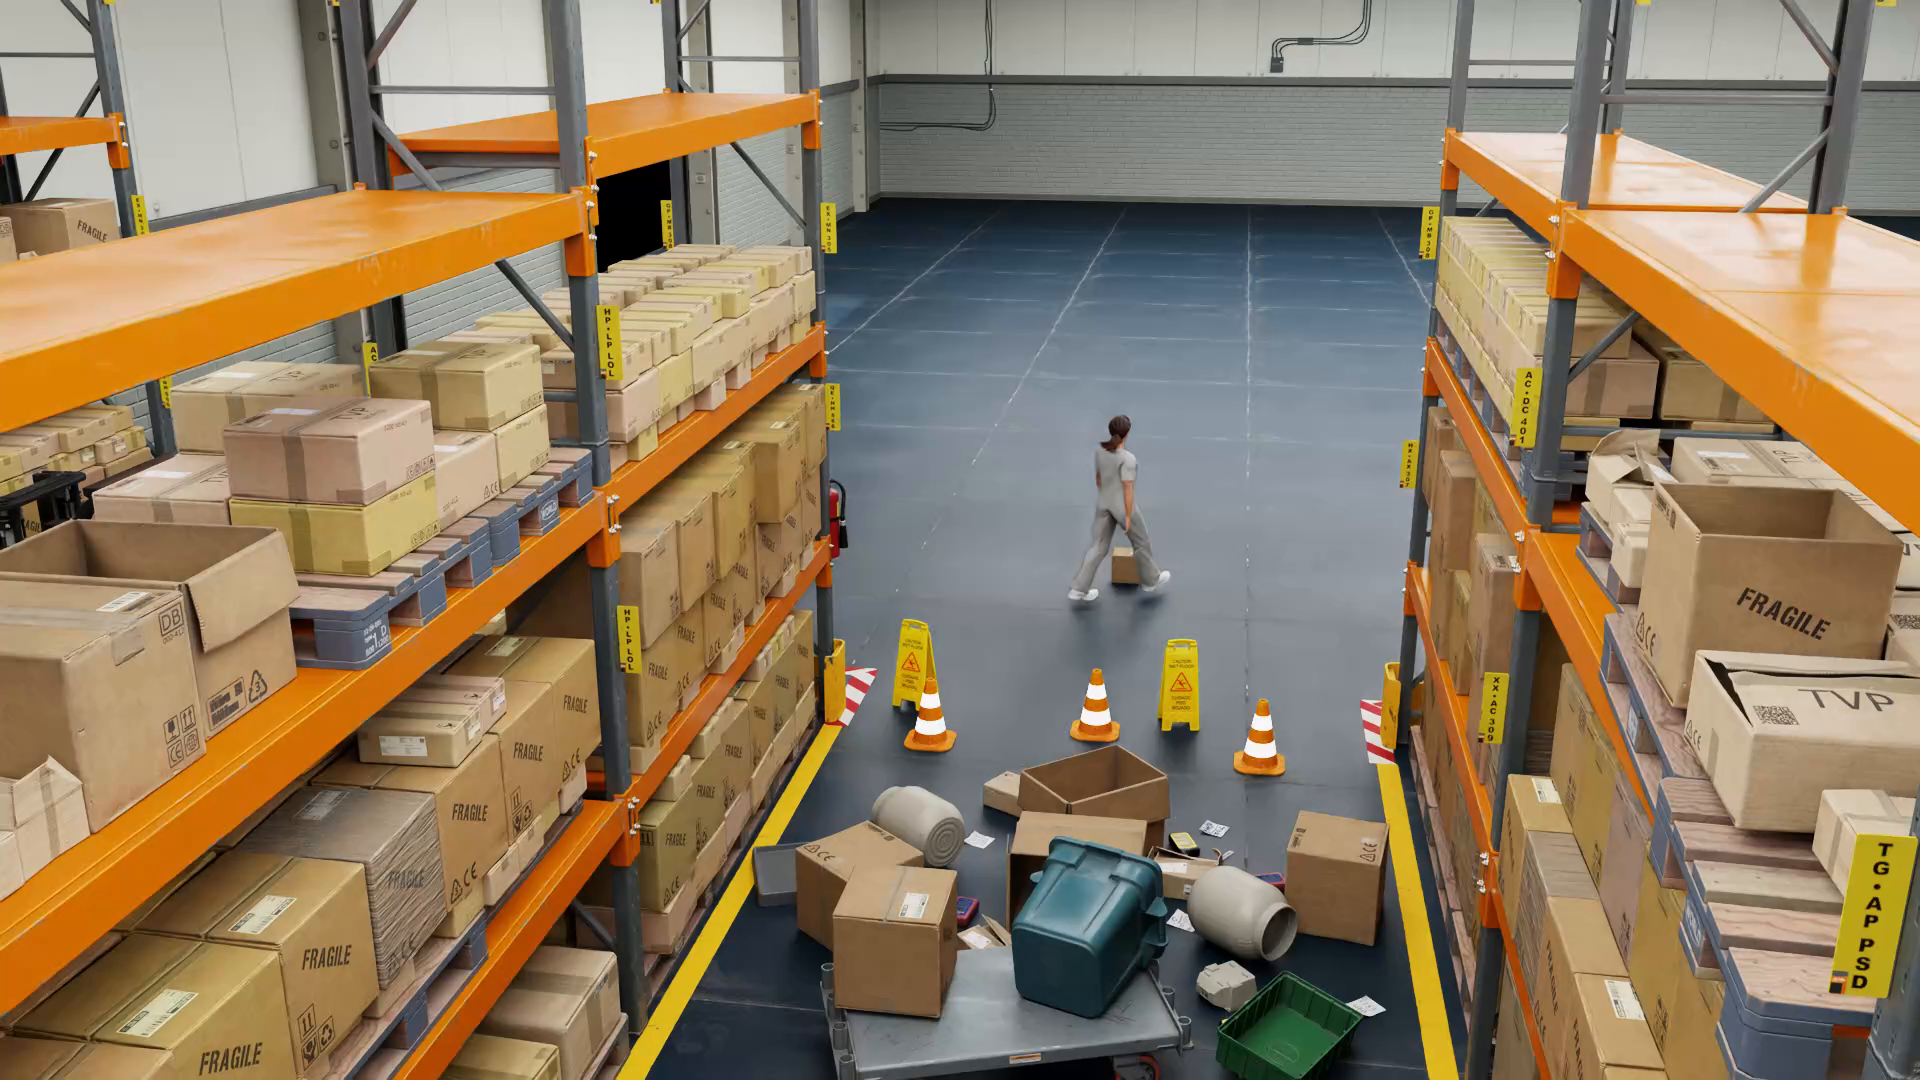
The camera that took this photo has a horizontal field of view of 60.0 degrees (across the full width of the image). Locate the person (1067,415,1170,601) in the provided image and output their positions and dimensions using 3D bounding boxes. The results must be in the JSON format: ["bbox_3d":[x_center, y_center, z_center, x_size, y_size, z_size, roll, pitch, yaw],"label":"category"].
[{"bbox_3d":[1.363,-0.292,14.022,0.462,1.611,1.032,16,24,41],"label":"person"}]
